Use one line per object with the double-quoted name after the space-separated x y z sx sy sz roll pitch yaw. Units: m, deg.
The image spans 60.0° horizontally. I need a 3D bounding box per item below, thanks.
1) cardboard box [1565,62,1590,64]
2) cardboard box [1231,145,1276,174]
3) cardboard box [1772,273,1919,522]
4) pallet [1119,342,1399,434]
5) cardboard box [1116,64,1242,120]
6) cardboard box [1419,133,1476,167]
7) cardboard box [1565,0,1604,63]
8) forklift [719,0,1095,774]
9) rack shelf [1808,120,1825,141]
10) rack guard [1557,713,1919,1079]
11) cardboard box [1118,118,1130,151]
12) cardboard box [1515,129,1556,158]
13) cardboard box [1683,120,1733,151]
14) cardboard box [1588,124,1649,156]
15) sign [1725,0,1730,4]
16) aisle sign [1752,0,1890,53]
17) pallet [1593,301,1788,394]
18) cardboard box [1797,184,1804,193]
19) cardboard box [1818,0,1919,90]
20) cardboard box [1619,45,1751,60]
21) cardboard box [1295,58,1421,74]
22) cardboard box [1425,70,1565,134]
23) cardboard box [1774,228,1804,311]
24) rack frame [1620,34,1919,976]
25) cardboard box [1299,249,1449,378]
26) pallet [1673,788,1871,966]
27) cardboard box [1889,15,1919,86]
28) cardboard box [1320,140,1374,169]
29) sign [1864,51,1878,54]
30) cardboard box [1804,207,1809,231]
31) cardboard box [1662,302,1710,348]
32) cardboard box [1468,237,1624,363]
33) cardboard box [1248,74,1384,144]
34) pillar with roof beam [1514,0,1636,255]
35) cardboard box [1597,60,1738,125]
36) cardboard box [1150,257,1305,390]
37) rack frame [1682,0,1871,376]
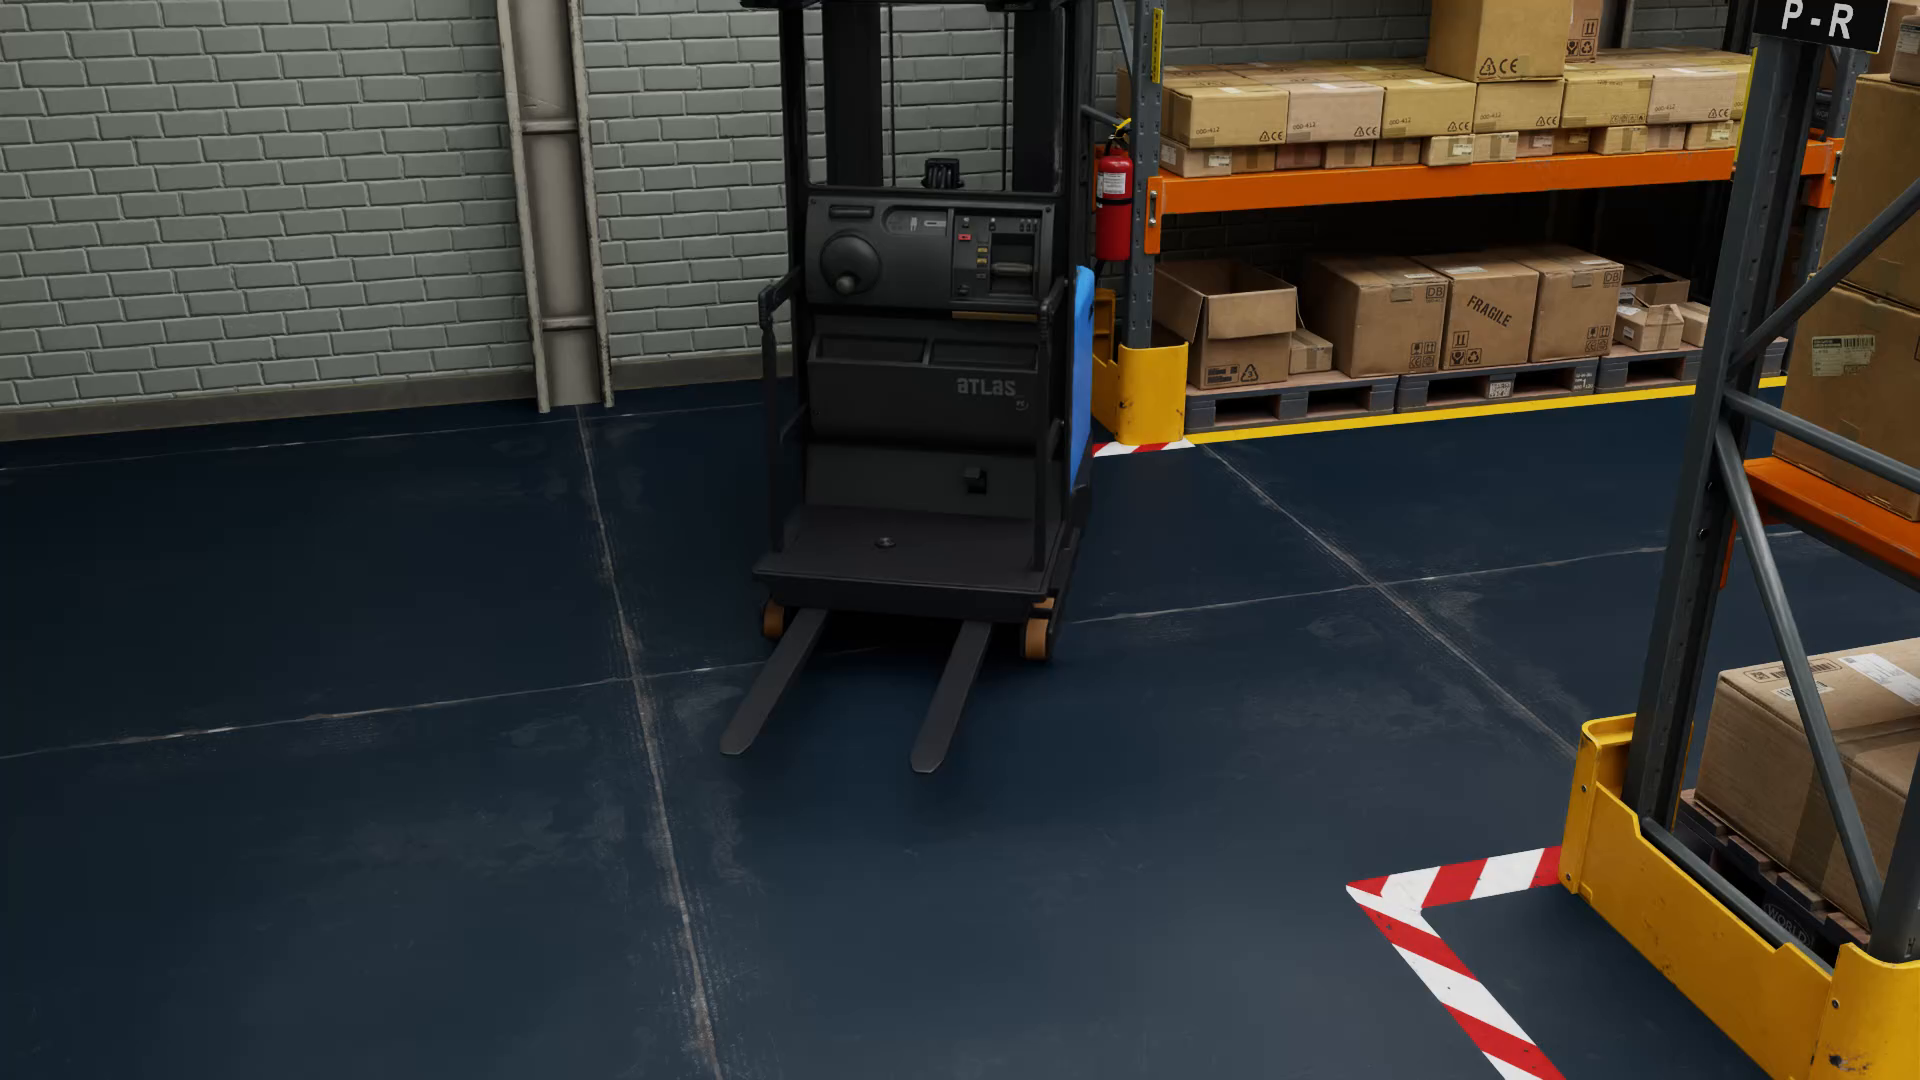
3.078 -2.510 9.110 0.500 0.250 0.500 -6 24 -13 "cardboard box"
1.378 -1.937 8.279 0.250 0.149 0.380 -6 24 -13 "cardboard box"
2.492 -0.391 4.230 0.500 0.500 0.500 -6 24 -14 "cardboard box"
1.595 -0.889 9.054 1.213 0.211 1.003 -6 24 -14 "pallet"
1.126 -2.295 8.607 0.500 0.250 0.500 -6 24 -13 "cardboard box"
2.399 -2.011 8.451 0.250 0.149 0.380 -7 24 -16 "cardboard box"
3.100 -2.858 8.969 0.500 0.500 0.500 -7 24 -16 "cardboard box"
-0.151 -1.047 5.973 1.130 2.935 3.031 4 24 9 "forklift"
6.532 -2.386 9.918 4.000 0.370 1.077 -6 24 -14 "rack shelf"
2.076 0.958 4.383 0.348 0.500 1.175 -6 24 -14 "rack guard"
1.001 -2.099 8.656 0.250 0.149 0.380 -7 24 -15 "cardboard box"
2.877 -2.100 8.659 0.250 0.149 0.380 -6 24 -14 "cardboard box"
3.879 -2.185 8.857 0.250 0.149 0.380 -6 24 -13 "cardboard box"
3.380 -2.130 8.728 0.250 0.149 0.380 -7 24 -15 "cardboard box"
4.453 -3.246 9.542 0.005 0.325 0.100 -6 24 -14 "sign"
1.946 -1.498 3.640 0.004 0.787 0.394 -6 24 -14 "aisle sign"
3.944 -1.149 9.660 1.213 0.211 1.003 -6 24 -14 "pallet"
5.134 -2.024 9.979 0.250 0.149 0.380 -6 24 -14 "cardboard box"
5.132 -2.709 9.099 0.500 0.500 0.700 -6 24 -13 "cardboard box"
4.056 -2.621 9.367 0.500 0.250 0.500 -7 24 -15 "cardboard box"
2.101 -2.400 8.852 0.500 0.250 0.500 -6 24 -13 "cardboard box"
2.723 -2.263 8.532 0.500 0.250 0.500 -7 24 -16 "cardboard box"
5.133 -1.514 9.611 0.500 0.500 0.500 -5 24 -12 "cardboard box"
2.099 -0.193 3.896 0.127 3.000 1.000 -6 24 -14 "rack frame"
2.203 -1.227 8.943 0.500 0.500 0.700 -5 24 -12 "cardboard box"
2.848 0.974 4.713 1.213 0.211 1.003 -6 24 -14 "pallet"
2.391 -1.111 3.817 0.250 0.149 0.380 -6 24 -14 "cardboard box"
1.881 -1.982 8.384 0.250 0.149 0.380 -6 24 -13 "cardboard box"
4.760 -2.696 8.631 0.005 0.325 0.100 -6 24 -14 "sign"
5.023 -1.783 9.416 0.250 0.149 0.380 -5 24 -12 "cardboard box"
4.149 -1.215 9.361 0.250 0.149 0.380 -7 24 -16 "cardboard box"
3.202 -1.337 9.200 0.500 0.500 0.700 -7 24 -16 "cardboard box"
1.750 -2.145 8.257 0.500 0.250 0.500 -6 24 -14 "cardboard box"
4.855 -3.894 4.912 0.400 9.000 9.100 -6 24 -14 "pillar with roof beam"
3.703 -2.365 8.771 0.500 0.250 0.500 -6 24 -14 "cardboard box"
1.369 -1.152 8.764 0.637 0.503 0.797 -7 24 -16 "cardboard box"
4.606 -2.503 9.280 0.127 3.000 1.000 -6 24 -14 "rack frame"
